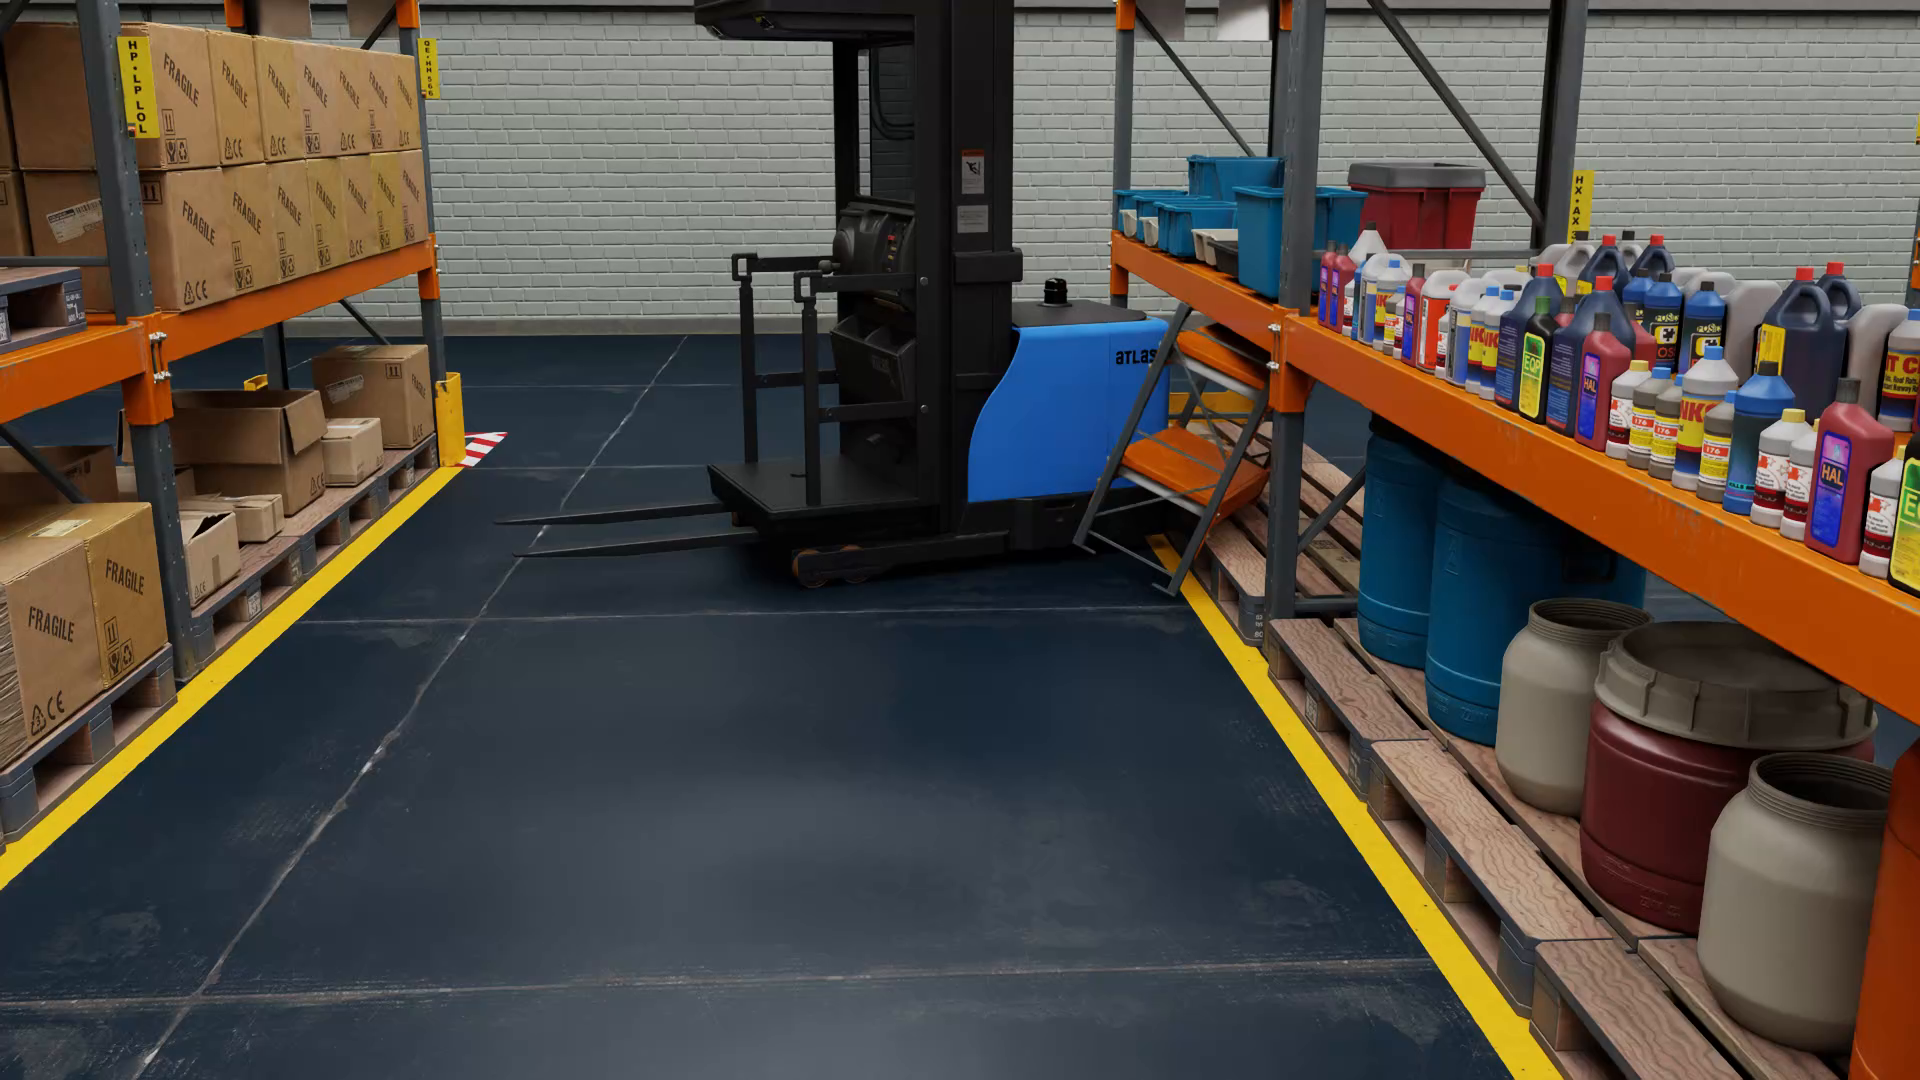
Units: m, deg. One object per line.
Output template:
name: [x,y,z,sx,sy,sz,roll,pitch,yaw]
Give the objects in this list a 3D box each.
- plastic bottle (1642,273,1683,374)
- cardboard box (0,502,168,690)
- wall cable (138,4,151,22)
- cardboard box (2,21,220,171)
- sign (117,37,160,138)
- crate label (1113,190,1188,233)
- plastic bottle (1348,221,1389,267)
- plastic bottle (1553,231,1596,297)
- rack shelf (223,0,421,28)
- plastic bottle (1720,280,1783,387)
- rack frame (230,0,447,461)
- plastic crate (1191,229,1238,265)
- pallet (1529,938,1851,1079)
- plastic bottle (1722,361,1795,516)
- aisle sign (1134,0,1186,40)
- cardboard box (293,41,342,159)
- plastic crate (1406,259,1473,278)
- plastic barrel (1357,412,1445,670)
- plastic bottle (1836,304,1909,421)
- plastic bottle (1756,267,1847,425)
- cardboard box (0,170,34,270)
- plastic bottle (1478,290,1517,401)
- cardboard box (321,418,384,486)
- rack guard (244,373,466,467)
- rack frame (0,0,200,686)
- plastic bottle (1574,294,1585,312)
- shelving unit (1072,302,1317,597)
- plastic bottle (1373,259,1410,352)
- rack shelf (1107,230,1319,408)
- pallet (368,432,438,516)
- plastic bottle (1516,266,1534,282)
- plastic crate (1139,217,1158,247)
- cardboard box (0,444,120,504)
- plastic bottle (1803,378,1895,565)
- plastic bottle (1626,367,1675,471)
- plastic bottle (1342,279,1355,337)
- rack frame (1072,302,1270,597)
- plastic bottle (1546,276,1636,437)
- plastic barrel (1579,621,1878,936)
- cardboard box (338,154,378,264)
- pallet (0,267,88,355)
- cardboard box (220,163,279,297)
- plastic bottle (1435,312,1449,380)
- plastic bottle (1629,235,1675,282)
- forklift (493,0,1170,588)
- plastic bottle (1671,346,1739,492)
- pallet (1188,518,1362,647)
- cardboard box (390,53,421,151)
plastic bottle: [1.939,-0.601,4.601,0.097,0.271,0.097,0,14,0]
cardboard box: [-2.975,0.179,5.446,0.500,0.500,0.500,-1,14,-4]
wall cable: [-8.477,-4.668,14.342,3.097,2.526,0.112,-1,14,-3]
cardboard box: [-3.040,-1.591,5.984,0.500,0.500,0.500,-1,14,-2]
sign: [-2.738,-1.507,5.541,0.100,0.325,0.005,-1,14,-3]
crate label: [1.092,-1.889,9.564,0.416,0.233,0.303,-1,14,-3]
plastic bottle: [1.354,-0.886,5.550,0.144,0.351,0.185,-1,14,-3]
plastic bottle: [1.892,-0.763,5.071,0.144,0.351,0.185,-1,14,-3]
rack shelf: [-3.415,-2.539,7.298,1.077,0.370,4.000,-1,14,-3]
plastic bottle: [2.076,-0.552,4.402,0.152,0.276,0.135,-1,14,-3]
rack frame: [-3.539,-1.932,9.515,1.000,3.000,0.127,-1,14,-3]
plastic crate: [1.245,-1.342,7.633,0.293,0.136,0.466,-1,14,-3]
pallet: [1.810,1.137,3.183,1.003,0.211,1.213,-1,14,-3]
plastic bottle: [1.434,-0.184,2.981,0.097,0.271,0.097,0,14,0]
aisle sign: [1.104,-3.280,9.537,0.394,0.787,0.004,-1,14,-3]
cardboard box: [-3.136,-1.976,7.479,0.500,0.500,0.500,0,14,-2]
plastic crate: [1.767,-1.032,6.426,0.396,0.136,0.243,-1,14,-3]
plastic barrel: [1.670,-0.064,5.625,0.600,0.901,0.708,-1,14,-3]
plastic bottle: [2.111,-0.415,3.870,0.152,0.276,0.135,-1,14,-3]
plastic bottle: [1.961,-0.455,3.876,0.144,0.351,0.185,-1,14,-3]
cardboard box: [-3.578,-1.106,6.104,0.500,0.500,0.500,-1,14,-3]
plastic bottle: [1.359,-0.488,4.161,0.097,0.271,0.097,0,14,0]
cardboard box: [-3.231,-0.445,8.372,0.500,0.250,0.500,-1,14,-3]
rack guard: [-3.534,-0.702,9.753,1.175,0.500,0.348,-1,14,-3]
rack frame: [-3.291,-0.937,5.649,1.000,3.000,0.127,-1,14,-3]
plastic bottle: [1.509,-0.466,4.076,0.097,0.271,0.097,0,14,0]
shelving unit: [1.100,-0.456,7.363,0.538,1.125,1.048,29,20,15]
plastic bottle: [1.304,-0.709,5.021,0.097,0.271,0.097,0,14,0]
rack shelf: [1.529,-1.162,7.965,1.077,0.370,4.000,-1,14,-3]
pallet: [-3.484,-0.364,9.019,1.003,0.211,1.213,-1,14,-3]
plastic bottle: [1.877,-0.817,5.580,0.097,0.201,0.097,0,14,0]
plastic crate: [1.071,-1.593,8.605,0.250,0.136,0.298,-1,14,-3]
cardboard box: [-3.610,-0.077,6.439,0.500,0.500,0.500,-1,14,-3]
plastic bottle: [1.435,-0.113,2.679,0.061,0.283,0.133,-1,14,-3]
plastic bottle: [1.410,-0.247,3.367,0.097,0.201,0.097,0,14,0]
plastic bottle: [1.283,-0.757,5.348,0.097,0.201,0.097,0,14,0]
rack frame: [0.905,-0.365,6.903,0.500,1.125,0.032,29,20,15]
plastic bottle: [1.411,-0.413,3.709,0.144,0.351,0.185,-1,14,-3]
plastic barrel: [1.783,0.544,3.888,0.600,0.588,0.708,-1,14,-3]
cardboard box: [-3.179,-1.620,8.102,0.500,0.500,0.500,-1,14,-3]
pallet: [-3.351,-0.644,4.894,1.003,0.211,1.213,-1,14,-3]
cardboard box: [-3.086,-1.244,6.640,0.500,0.500,0.500,-1,14,-2]
plastic bottle: [1.338,-0.536,4.488,0.097,0.201,0.097,0,14,0]
plastic bottle: [2.048,-0.719,4.901,0.144,0.351,0.185,-1,14,-3]
forklift: [-0.576,-1.360,7.430,3.031,2.935,1.130,-6,16,-22]
plastic bottle: [1.422,-0.233,3.170,0.097,0.271,0.097,0,14,0]
pallet: [1.569,0.155,6.998,1.003,0.211,1.213,-1,14,-3]
cardboard box: [-3.237,-2.358,8.965,0.500,0.500,0.500,-1,14,-4]
